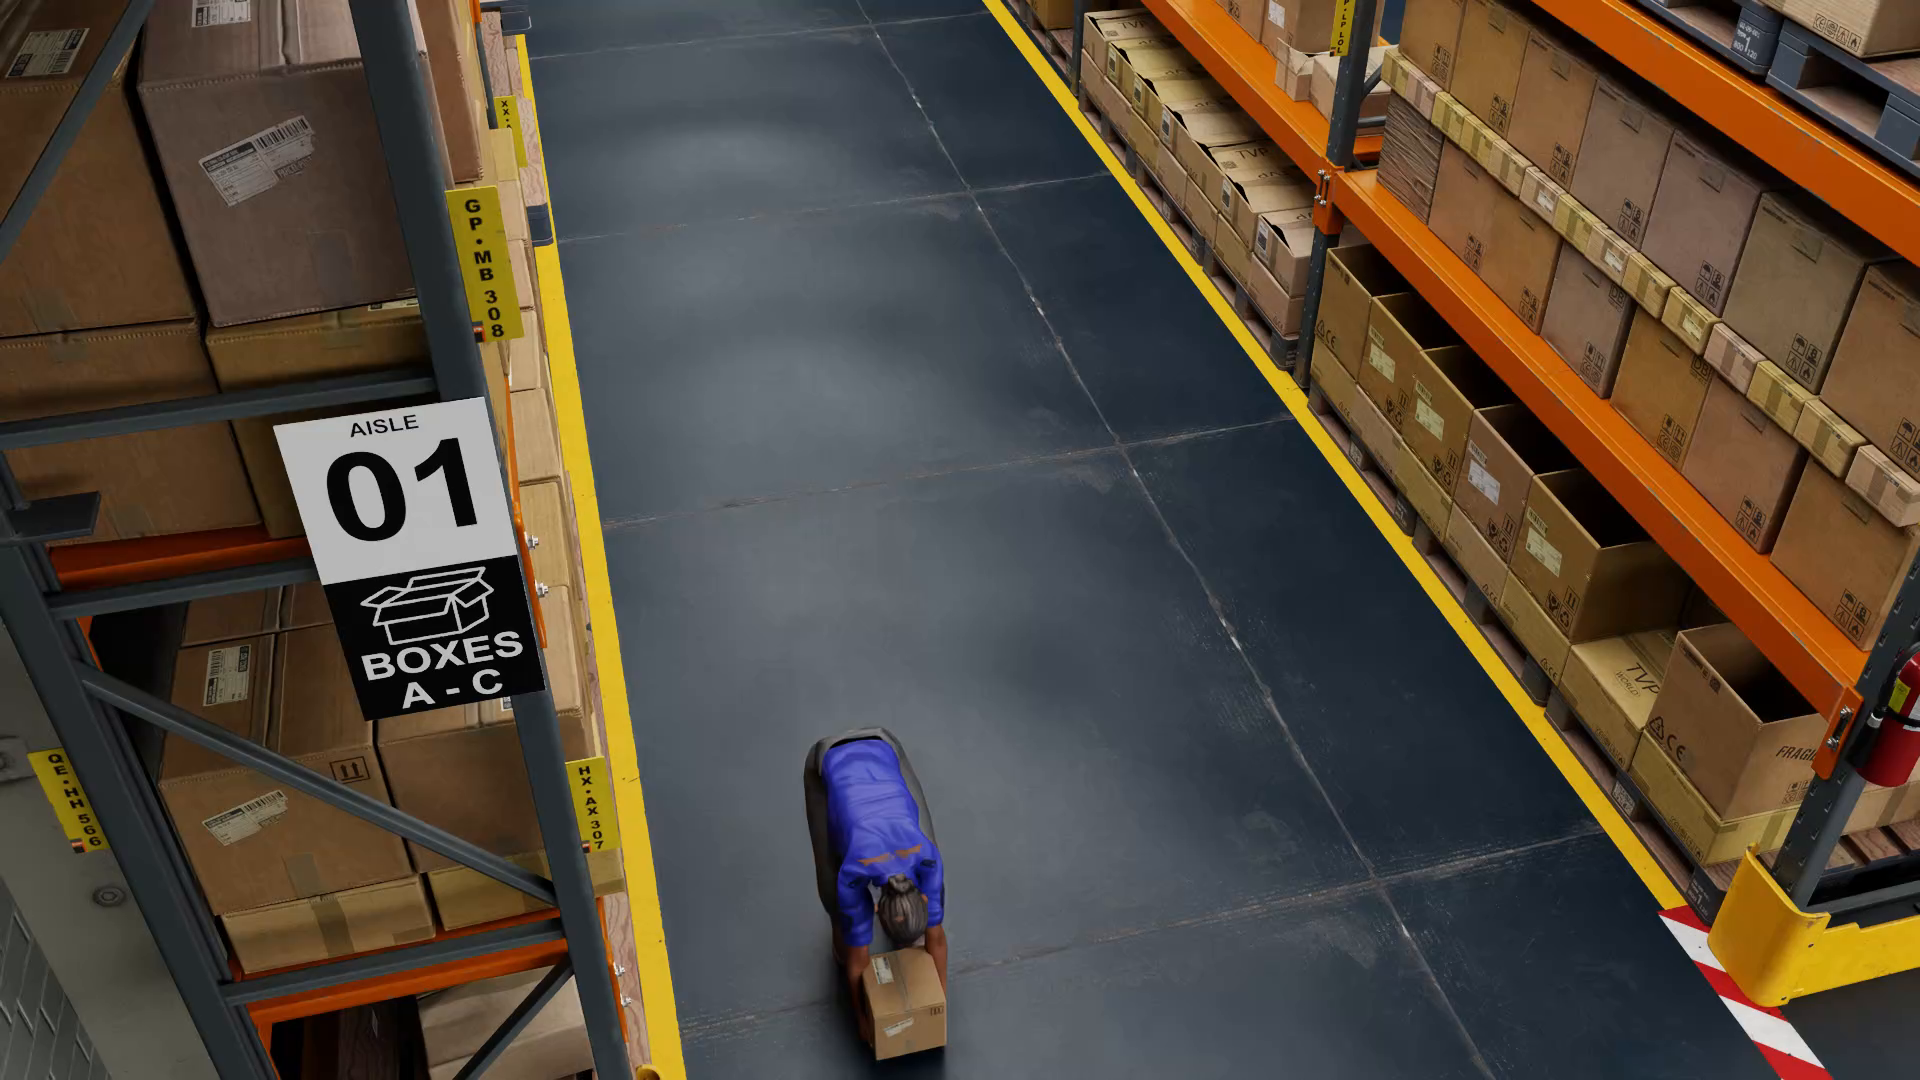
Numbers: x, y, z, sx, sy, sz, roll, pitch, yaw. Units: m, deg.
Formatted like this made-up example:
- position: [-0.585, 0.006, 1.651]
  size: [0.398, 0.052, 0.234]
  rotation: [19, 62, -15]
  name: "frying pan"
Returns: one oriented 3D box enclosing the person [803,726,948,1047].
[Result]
- position: [-0.274, 1.195, 5.841]
  size: [0.443, 0.876, 0.883]
  rotation: [-11, 40, -14]
  name: "person"
